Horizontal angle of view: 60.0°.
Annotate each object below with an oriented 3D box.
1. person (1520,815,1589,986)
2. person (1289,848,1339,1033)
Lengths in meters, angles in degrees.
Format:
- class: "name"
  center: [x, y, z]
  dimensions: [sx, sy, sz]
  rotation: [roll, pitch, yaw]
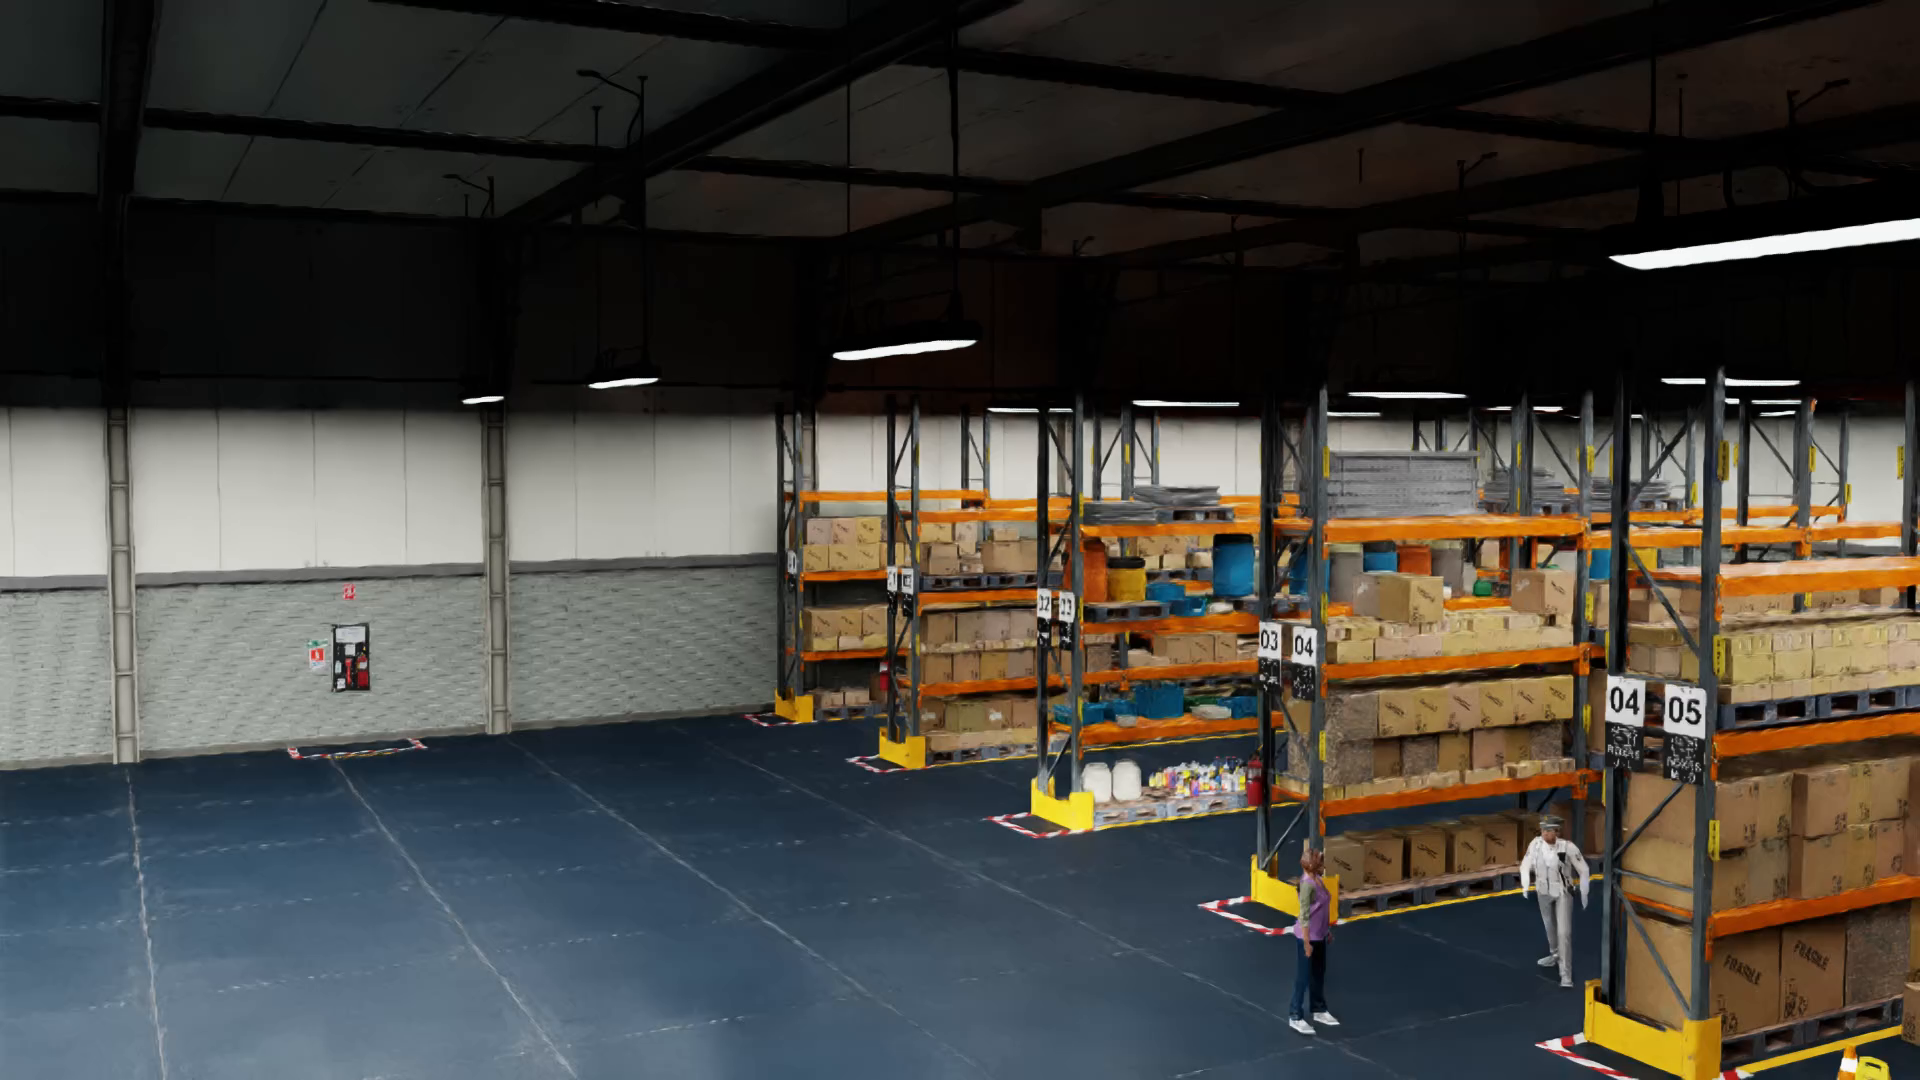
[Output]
- class: "person"
  center: [5.804, 3.436, 16.161]
  dimensions: [0.807, 1.610, 0.639]
  rotation: [-3, 5, -44]
- class: "person"
  center: [3.136, 3.520, 14.703]
  dimensions: [0.405, 1.600, 0.468]
  rotation: [2, 4, 30]
